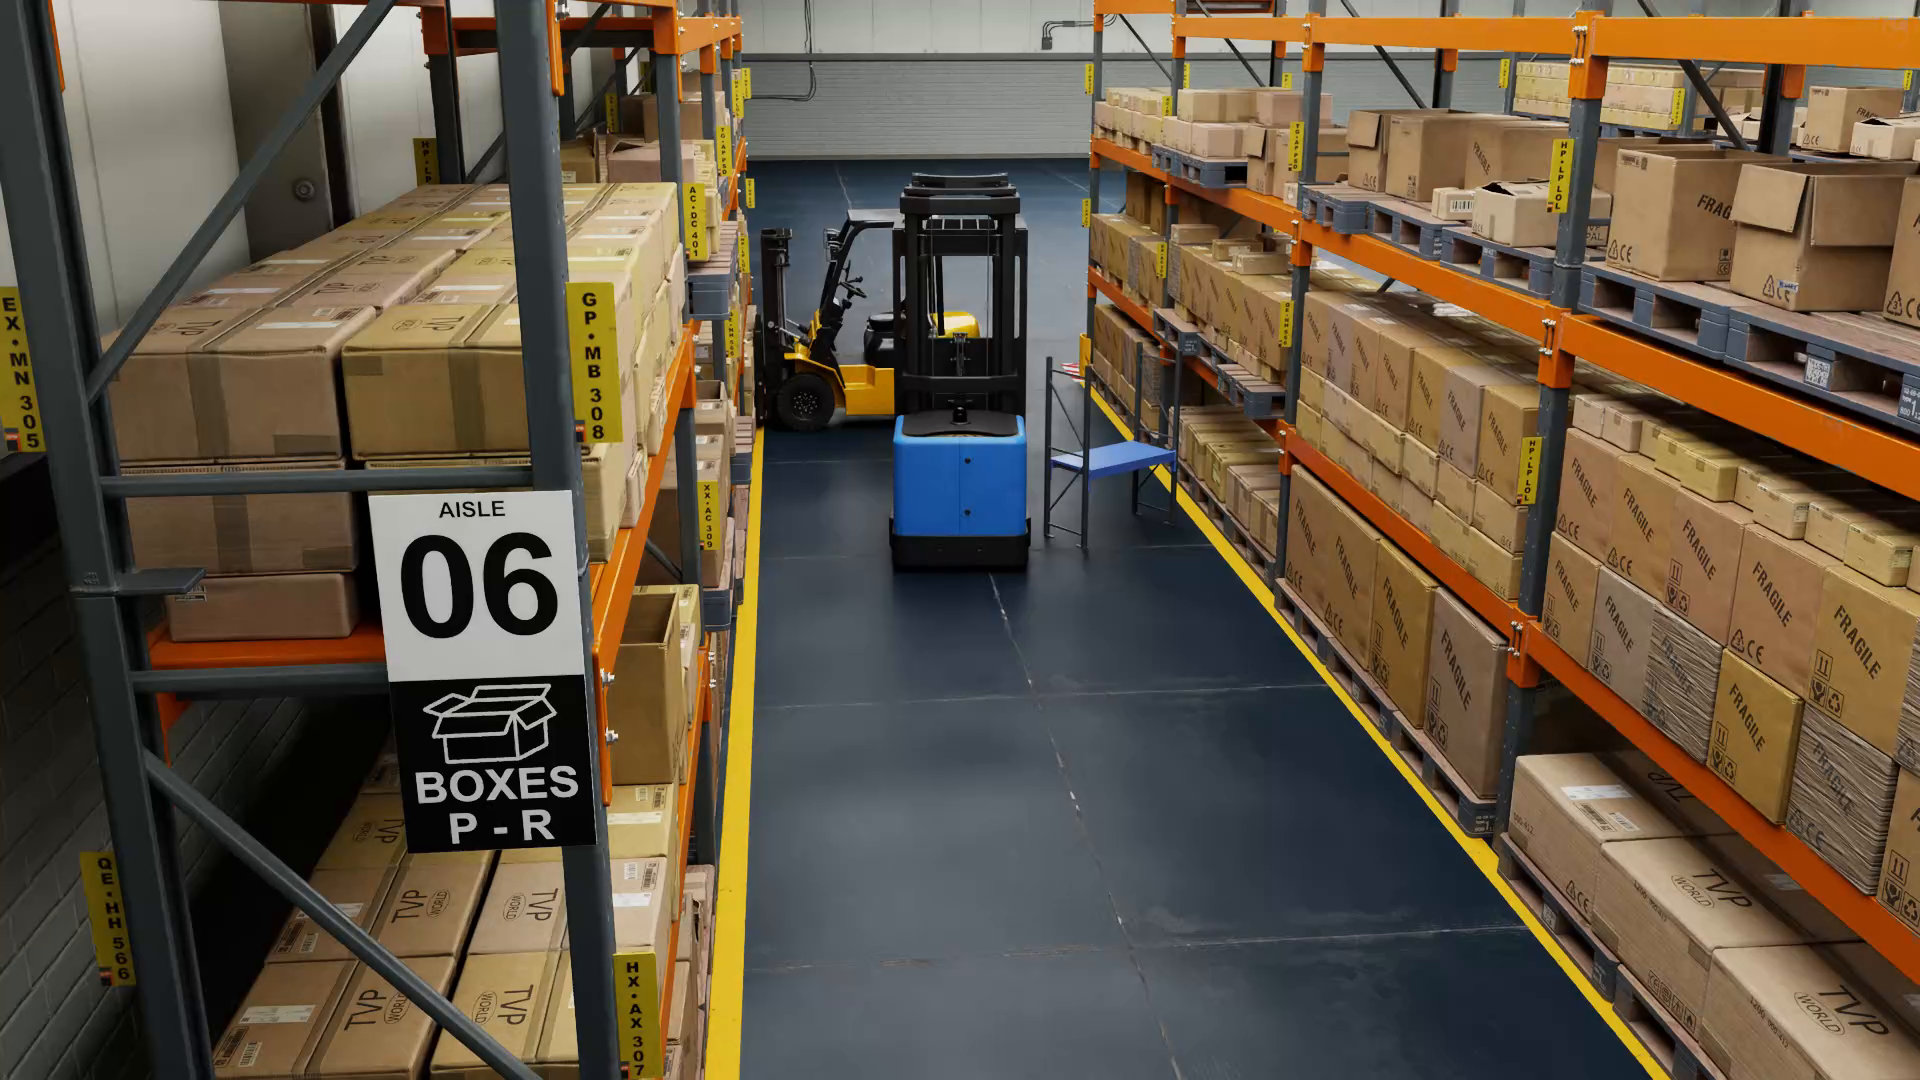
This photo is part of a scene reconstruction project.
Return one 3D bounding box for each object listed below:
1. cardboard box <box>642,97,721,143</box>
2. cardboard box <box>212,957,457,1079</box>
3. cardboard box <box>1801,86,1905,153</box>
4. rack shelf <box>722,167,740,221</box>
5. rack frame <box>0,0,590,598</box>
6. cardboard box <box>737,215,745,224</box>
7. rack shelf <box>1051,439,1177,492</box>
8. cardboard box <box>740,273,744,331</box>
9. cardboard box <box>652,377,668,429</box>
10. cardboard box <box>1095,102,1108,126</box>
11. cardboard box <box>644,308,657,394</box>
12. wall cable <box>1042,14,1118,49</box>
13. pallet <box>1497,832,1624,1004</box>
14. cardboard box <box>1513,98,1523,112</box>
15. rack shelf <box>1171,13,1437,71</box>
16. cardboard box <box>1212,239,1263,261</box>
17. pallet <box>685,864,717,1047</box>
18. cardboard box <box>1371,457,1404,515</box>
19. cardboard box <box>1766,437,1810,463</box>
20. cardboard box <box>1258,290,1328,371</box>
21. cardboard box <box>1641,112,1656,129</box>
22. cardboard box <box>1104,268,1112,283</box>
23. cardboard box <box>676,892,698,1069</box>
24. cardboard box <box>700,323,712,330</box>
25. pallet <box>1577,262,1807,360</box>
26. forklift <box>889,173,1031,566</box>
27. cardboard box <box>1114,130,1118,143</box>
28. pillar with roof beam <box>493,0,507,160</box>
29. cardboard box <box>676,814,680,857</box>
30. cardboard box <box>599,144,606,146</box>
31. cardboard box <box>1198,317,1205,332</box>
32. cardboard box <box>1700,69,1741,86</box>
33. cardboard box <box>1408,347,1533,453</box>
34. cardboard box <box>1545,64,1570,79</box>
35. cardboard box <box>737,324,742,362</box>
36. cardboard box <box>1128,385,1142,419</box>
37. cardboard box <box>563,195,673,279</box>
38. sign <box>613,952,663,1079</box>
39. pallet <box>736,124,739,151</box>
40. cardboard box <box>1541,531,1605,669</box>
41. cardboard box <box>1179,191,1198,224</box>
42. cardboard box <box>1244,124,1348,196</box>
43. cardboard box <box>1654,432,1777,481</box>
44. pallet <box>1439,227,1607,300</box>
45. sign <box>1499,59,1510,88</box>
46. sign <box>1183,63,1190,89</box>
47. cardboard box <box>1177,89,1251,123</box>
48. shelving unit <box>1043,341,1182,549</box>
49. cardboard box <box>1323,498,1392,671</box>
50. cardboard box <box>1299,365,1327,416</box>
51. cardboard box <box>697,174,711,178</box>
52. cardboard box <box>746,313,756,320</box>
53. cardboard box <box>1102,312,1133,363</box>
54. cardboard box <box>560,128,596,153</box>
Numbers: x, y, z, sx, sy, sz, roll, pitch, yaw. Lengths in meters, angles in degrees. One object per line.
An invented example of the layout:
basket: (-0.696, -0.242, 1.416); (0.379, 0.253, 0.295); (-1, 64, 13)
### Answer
cardboard box: (-1.931, -2.821, 11.613); (0.500, 0.500, 0.500); (-2, 18, -5)
cardboard box: (-1.585, 1.313, 4.241); (0.500, 0.250, 0.500); (-1, 17, -4)
cardboard box: (7.294, -3.445, 13.599); (0.500, 0.500, 0.500); (-2, 18, -6)
rack shelf: (-2.305, -2.555, 13.001); (1.077, 0.370, 4.000); (-2, 18, -6)
rack frame: (-1.273, -1.350, 2.954); (1.000, 3.000, 0.127); (-2, 18, -6)
cardboard box: (-2.478, -3.353, 17.604); (0.380, 0.149, 0.250); (-1, 17, -4)
rack shelf: (1.258, -0.627, 13.772); (1.000, 0.185, 0.538); (-14, 22, -37)
cardboard box: (-2.297, -2.251, 15.672); (0.500, 0.500, 0.500); (-2, 18, -7)
cardboard box: (-1.167, -0.435, 5.466); (0.380, 0.149, 0.250); (-1, 17, -5)
cardboard box: (1.800, -4.753, 18.553); (0.500, 0.250, 0.500); (-2, 18, -7)
cardboard box: (-1.237, -0.587, 5.285); (0.500, 0.250, 0.500); (-2, 18, -7)
wall cable: (3.613, -17.649, 49.194); (2.305, 6.003, 0.169); (-2, 18, -6)
pallet: (3.252, 1.726, 7.829); (1.003, 0.211, 1.213); (-2, 18, -6)
cardboard box: (6.643, -5.039, 19.265); (0.380, 0.149, 0.250); (-2, 18, -5)
rack shelf: (2.632, -3.950, 13.103); (1.077, 0.370, 4.000); (-2, 18, -6)
cardboard box: (2.337, -2.445, 14.011); (0.380, 0.149, 0.250); (-1, 17, -3)
pallet: (-1.616, 1.856, 7.414); (1.003, 0.211, 1.213); (-2, 18, -6)
cardboard box: (2.812, -0.345, 10.017); (0.500, 0.250, 0.500); (-2, 18, -6)
cardboard box: (3.579, -0.355, 6.880); (0.380, 0.149, 0.250); (-2, 18, -6)
cardboard box: (2.515, -1.542, 12.218); (0.500, 0.500, 0.500); (-2, 18, -7)
cardboard box: (6.957, -4.133, 16.379); (0.380, 0.149, 0.250); (-1, 17, -5)
cardboard box: (1.810, -2.948, 18.480); (0.380, 0.149, 0.250); (-2, 17, -5)
cardboard box: (-1.399, 1.754, 6.554); (0.700, 0.500, 0.500); (-2, 18, -8)
cardboard box: (-1.919, -1.488, 12.158); (0.380, 0.149, 0.250); (-1, 17, -4)
pallet: (3.325, -0.979, 6.927); (1.003, 0.211, 1.213); (-2, 18, -6)
forklift: (0.001, -1.586, 13.835); (1.130, 2.935, 3.031); (0, 17, 0)
cardboard box: (1.884, -4.383, 18.042); (0.380, 0.149, 0.250); (-2, 18, -6)
pillar with roof beam: (1.153, -4.227, 12.118); (9.100, 9.000, 0.400); (-2, 18, -6)
cardboard box: (-1.165, 1.063, 5.704); (0.380, 0.149, 0.250); (-1, 17, -4)
cardboard box: (-2.338, -2.368, 10.293); (0.380, 0.149, 0.250); (-2, 18, -5)
cardboard box: (2.276, -1.889, 14.404); (0.380, 0.149, 0.250); (-2, 17, -5)
cardboard box: (7.586, -4.611, 16.567); (0.380, 0.149, 0.250); (-2, 18, -6)
cardboard box: (2.862, -0.790, 9.348); (0.500, 0.500, 0.500); (-1, 17, -4)
cardboard box: (6.721, -5.196, 18.433); (0.380, 0.149, 0.250); (-2, 17, -5)
cardboard box: (-2.141, -1.700, 14.334); (0.500, 0.250, 0.500); (-2, 18, -6)
cardboard box: (2.033, -1.432, 17.120); (0.500, 0.250, 0.500); (-2, 18, -7)
cardboard box: (-1.333, -1.126, 6.166); (0.500, 0.250, 0.500); (-2, 18, -7)
sign: (-0.734, 1.082, 3.776); (0.100, 0.325, 0.005); (-2, 18, -6)
pallet: (-2.747, -4.068, 16.766); (1.003, 0.211, 1.213); (-2, 18, -6)
cardboard box: (3.039, 0.266, 7.654); (0.500, 0.500, 0.500); (-1, 17, -4)
cardboard box: (2.565, -3.175, 16.449); (0.700, 0.500, 0.500); (-2, 18, -5)
cardboard box: (2.653, -2.960, 12.916); (0.797, 0.503, 0.637); (-2, 18, -6)
cardboard box: (3.101, -0.339, 6.831); (0.380, 0.149, 0.250); (-2, 18, -6)
pallet: (3.107, -1.445, 8.585); (0.805, 0.209, 1.217); (-2, 18, -8)
sign: (6.374, -5.463, 19.470); (0.100, 0.325, 0.005); (-2, 18, -6)
sign: (2.567, -5.274, 18.982); (0.100, 0.325, 0.005); (-2, 18, -6)
cardboard box: (2.149, -3.681, 14.102); (0.500, 0.250, 0.500); (-2, 18, -7)
shelving unit: (1.258, -0.799, 13.718); (1.048, 1.500, 0.538); (-14, 22, -37)
cardboard box: (2.915, 0.262, 10.681); (0.875, 0.875, 0.875); (-2, 17, -5)
cardboard box: (2.645, -1.034, 11.379); (0.500, 0.250, 0.500); (-2, 18, -6)
cardboard box: (-1.415, -1.713, 8.173); (0.380, 0.149, 0.250); (-2, 18, -7)
cardboard box: (-2.507, -2.341, 18.345); (0.500, 0.250, 0.500); (-1, 17, -5)
cardboard box: (1.883, -2.244, 18.454); (0.500, 0.500, 0.500); (-2, 18, -8)
cardboard box: (-1.846, -1.745, 7.583); (0.396, 0.266, 0.258); (-2, 18, -6)
